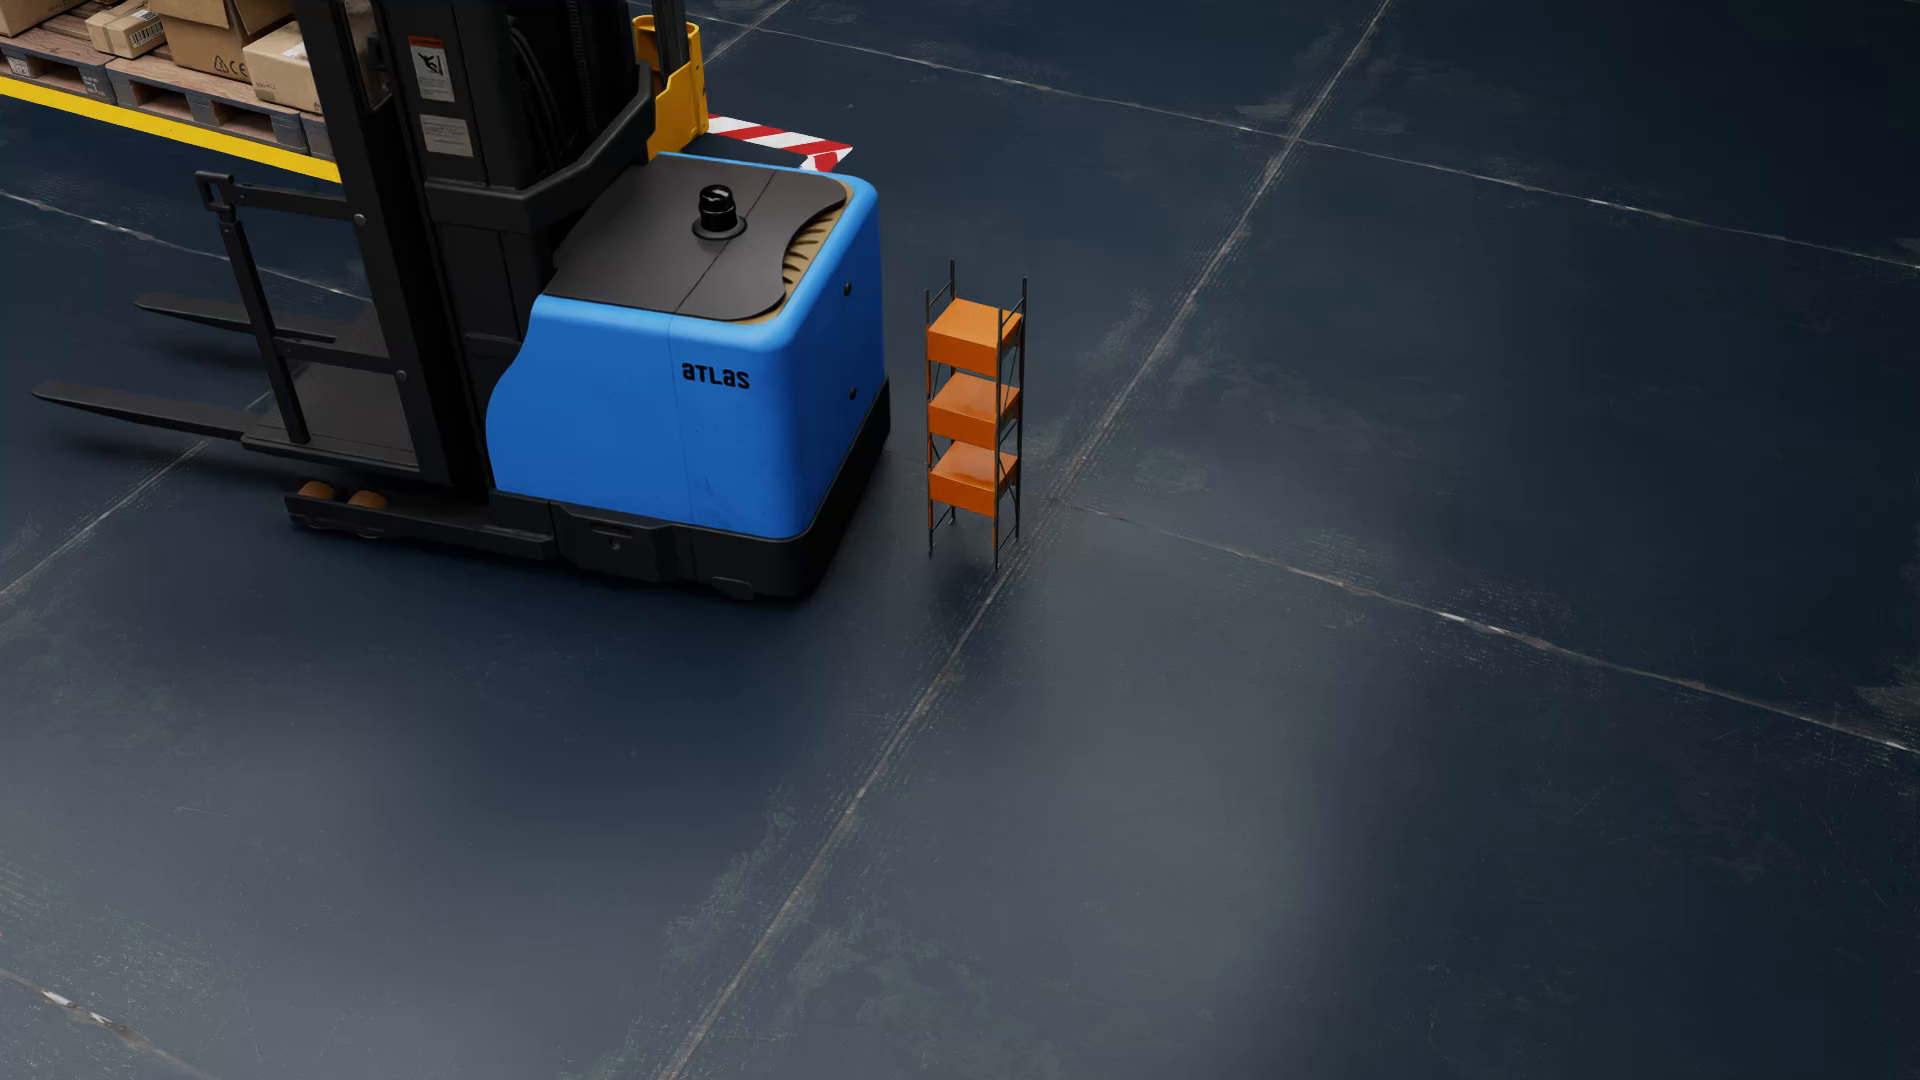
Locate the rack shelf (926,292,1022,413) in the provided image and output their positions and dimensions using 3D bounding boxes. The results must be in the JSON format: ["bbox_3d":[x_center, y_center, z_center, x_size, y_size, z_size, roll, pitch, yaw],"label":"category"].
[{"bbox_3d":[0.048,-0.588,5.210,0.240,0.259,0.215,17,44,19],"label":"rack shelf"}]

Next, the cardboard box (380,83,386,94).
[{"bbox_3d":[-2.452,-2.096,7.706,0.250,0.166,0.380,17,44,19],"label":"cardboard box"}]

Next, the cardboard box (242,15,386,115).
[{"bbox_3d":[-2.971,-2.243,7.811,0.500,0.250,0.500,17,44,19],"label":"cardboard box"}]

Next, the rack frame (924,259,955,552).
[{"bbox_3d":[-0.062,-0.416,5.428,0.008,1.050,0.200,17,44,19],"label":"rack frame"}]

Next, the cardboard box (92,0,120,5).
[{"bbox_3d":[-4.515,-3.171,8.691,0.500,0.500,0.500,17,44,19],"label":"cardboard box"}]

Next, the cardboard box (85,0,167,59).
[{"bbox_3d":[-4.074,-2.556,8.236,0.250,0.166,0.380,17,44,19],"label":"cardboard box"}]

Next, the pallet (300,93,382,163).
[{"bbox_3d":[-2.318,-2.018,7.918,1.213,0.211,1.003,17,44,19],"label":"pallet"}]

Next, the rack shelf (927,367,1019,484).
[{"bbox_3d":[0.048,-0.374,5.396,0.240,0.259,0.215,17,44,19],"label":"rack shelf"}]

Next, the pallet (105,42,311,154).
[{"bbox_3d":[-3.419,-2.357,8.308,1.213,0.211,1.003,17,44,19],"label":"pallet"}]

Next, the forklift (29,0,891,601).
[{"bbox_3d":[-1.830,-1.436,5.168,3.031,2.935,1.130,10,42,11],"label":"forklift"}]

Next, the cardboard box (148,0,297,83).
[{"bbox_3d":[-3.446,-2.644,8.081,0.637,0.503,0.797,17,44,19],"label":"cardboard box"}]

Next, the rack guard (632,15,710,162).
[{"bbox_3d":[-1.595,-1.907,7.569,0.348,0.500,1.175,17,44,19],"label":"rack guard"}]

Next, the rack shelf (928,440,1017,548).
[{"bbox_3d":[0.048,-0.164,5.578,0.240,0.259,0.215,17,44,19],"label":"rack shelf"}]

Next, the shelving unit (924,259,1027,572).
[{"bbox_3d":[0.048,-0.382,5.389,0.252,1.050,0.215,17,44,19],"label":"shelving unit"}]

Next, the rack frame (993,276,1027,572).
[{"bbox_3d":[0.159,-0.348,5.350,0.008,1.050,0.200,17,44,19],"label":"rack frame"}]

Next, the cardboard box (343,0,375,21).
[{"bbox_3d":[-2.805,-2.554,8.170,0.500,0.250,0.500,17,44,19],"label":"cardboard box"}]

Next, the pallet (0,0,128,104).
[{"bbox_3d":[-4.529,-2.694,8.697,1.213,0.211,1.003,17,44,19],"label":"pallet"}]

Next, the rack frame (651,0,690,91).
[{"bbox_3d":[-1.526,-2.831,6.726,0.127,3.000,1.000,17,44,19],"label":"rack frame"}]

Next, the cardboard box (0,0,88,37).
[{"bbox_3d":[-4.862,-2.844,8.458,0.500,0.311,0.500,17,44,19],"label":"cardboard box"}]
